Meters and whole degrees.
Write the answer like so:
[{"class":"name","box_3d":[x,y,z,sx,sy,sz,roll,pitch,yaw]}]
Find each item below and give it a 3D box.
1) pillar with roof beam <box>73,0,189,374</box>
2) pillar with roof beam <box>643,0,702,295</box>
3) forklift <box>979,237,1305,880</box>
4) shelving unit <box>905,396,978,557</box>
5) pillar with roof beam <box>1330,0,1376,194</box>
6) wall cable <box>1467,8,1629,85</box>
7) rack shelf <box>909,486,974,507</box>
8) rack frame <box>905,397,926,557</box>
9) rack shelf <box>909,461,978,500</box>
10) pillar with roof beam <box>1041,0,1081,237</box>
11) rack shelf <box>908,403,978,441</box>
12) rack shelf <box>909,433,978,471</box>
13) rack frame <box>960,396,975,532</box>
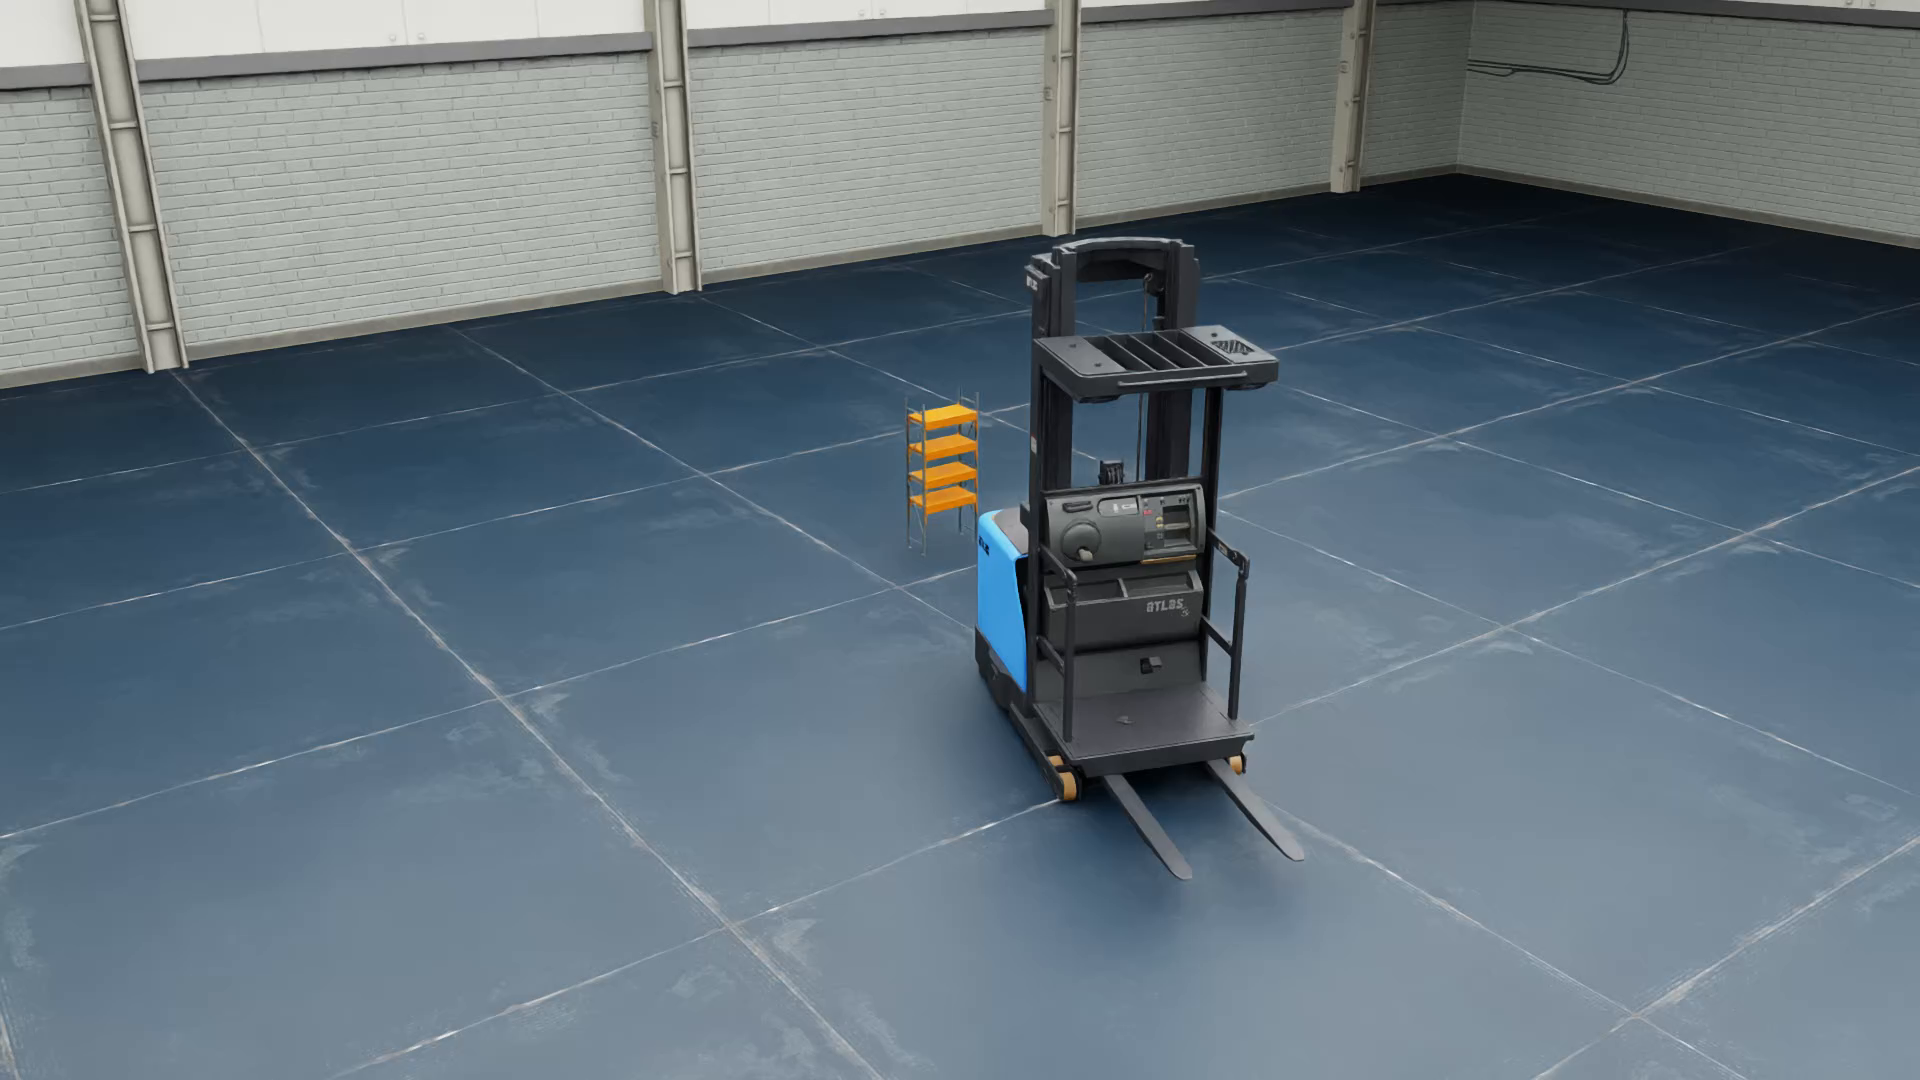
[{"class":"pillar with roof beam","box_3d":[-5.812,-4.695,12.520,0.400,9.000,9.100,-15,26,-33]},{"class":"pillar with roof beam","box_3d":[-0.941,-5.993,15.774,0.400,9.000,9.100,-15,26,-33]},{"class":"forklift","box_3d":[0.988,-0.067,9.108,1.121,2.935,3.031,-6,23,-15]},{"class":"shelving unit","box_3d":[-0.136,-0.521,12.583,0.499,1.200,0.258,-15,26,-33]},{"class":"pillar with roof beam","box_3d":[8.799,-8.591,22.283,0.400,9.000,9.100,-15,26,-33]},{"class":"wall cable","box_3d":[9.449,-8.684,26.706,0.112,2.526,3.097,-15,26,-33]},{"class":"rack shelf","box_3d":[-0.134,-0.324,12.663,0.457,0.021,0.221,-15,26,-33]},{"class":"rack frame","box_3d":[-0.332,-0.469,12.452,0.015,1.200,0.240,-15,26,-33]},{"class":"rack shelf","box_3d":[-0.134,-0.459,12.609,0.480,0.148,0.258,-15,26,-33]},{"class":"pillar with roof beam","box_3d":[3.929,-7.292,19.029,0.400,9.000,9.100,-15,26,-33]},{"class":"rack shelf","box_3d":[-0.134,-0.886,12.439,0.480,0.148,0.258,-15,26,-33]},{"class":"rack shelf","box_3d":[-0.134,-0.667,12.526,0.480,0.148,0.258,-15,26,-33]},{"class":"rack frame","box_3d":[0.063,-0.574,12.717,0.006,1.046,0.228,-15,26,-33]}]
